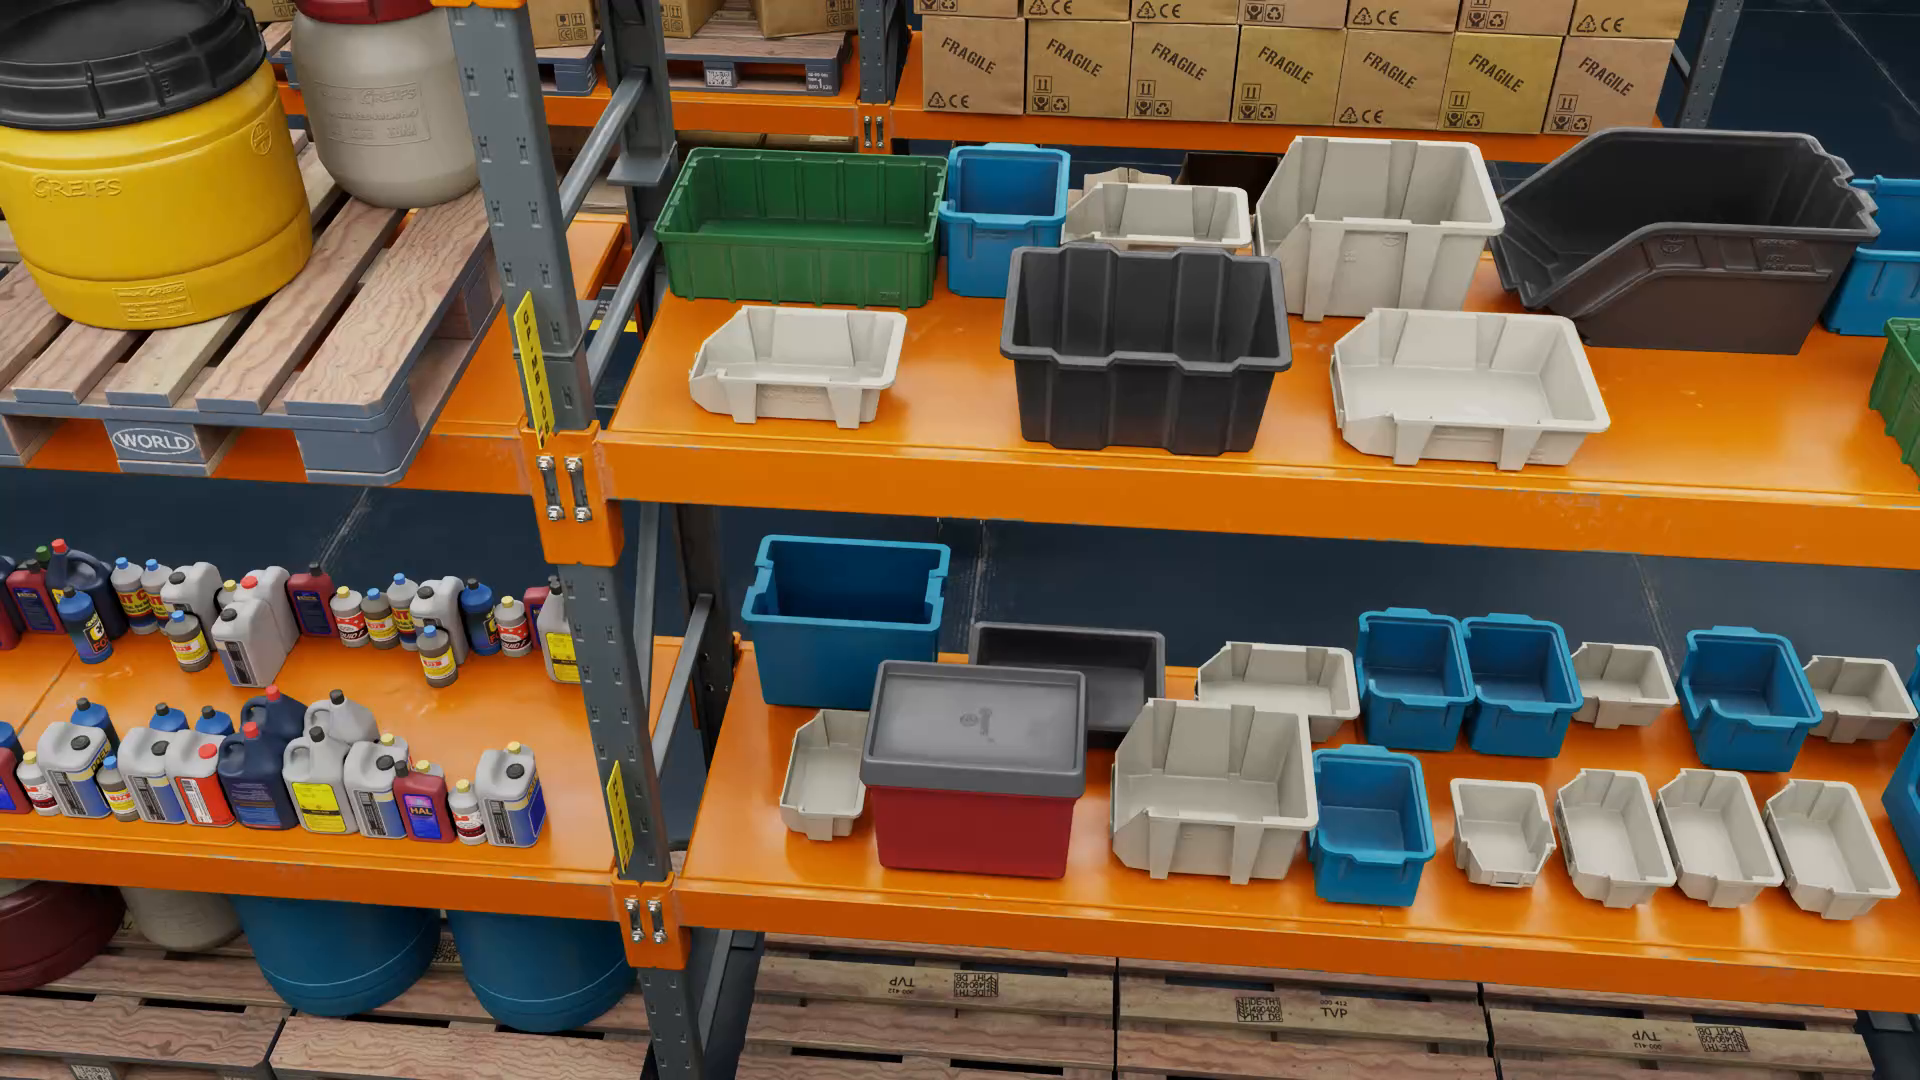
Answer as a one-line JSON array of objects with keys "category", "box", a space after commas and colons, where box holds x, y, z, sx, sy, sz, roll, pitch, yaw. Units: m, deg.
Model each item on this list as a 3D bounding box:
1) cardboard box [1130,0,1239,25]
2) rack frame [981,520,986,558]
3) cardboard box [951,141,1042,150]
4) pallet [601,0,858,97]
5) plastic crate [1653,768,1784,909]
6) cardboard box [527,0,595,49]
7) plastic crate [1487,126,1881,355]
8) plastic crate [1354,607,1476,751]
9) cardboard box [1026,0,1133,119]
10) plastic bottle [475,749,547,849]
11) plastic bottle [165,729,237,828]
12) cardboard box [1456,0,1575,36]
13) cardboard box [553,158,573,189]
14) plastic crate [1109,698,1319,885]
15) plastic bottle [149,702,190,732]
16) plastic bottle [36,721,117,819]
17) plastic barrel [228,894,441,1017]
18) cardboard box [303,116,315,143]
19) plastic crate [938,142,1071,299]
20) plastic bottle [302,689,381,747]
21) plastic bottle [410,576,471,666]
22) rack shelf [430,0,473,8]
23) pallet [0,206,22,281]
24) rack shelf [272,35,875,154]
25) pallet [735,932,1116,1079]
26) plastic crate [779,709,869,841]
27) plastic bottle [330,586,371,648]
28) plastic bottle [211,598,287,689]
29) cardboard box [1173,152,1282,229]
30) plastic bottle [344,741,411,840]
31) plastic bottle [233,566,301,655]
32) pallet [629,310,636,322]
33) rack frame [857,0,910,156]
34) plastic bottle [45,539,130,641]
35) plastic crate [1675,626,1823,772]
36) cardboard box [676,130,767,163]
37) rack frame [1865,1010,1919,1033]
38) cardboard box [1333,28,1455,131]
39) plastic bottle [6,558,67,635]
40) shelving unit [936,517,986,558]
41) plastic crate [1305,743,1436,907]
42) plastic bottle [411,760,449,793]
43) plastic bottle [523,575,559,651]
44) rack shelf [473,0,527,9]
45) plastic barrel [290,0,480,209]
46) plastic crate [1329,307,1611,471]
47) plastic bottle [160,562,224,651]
[{"category": "cardboard box", "box": [1.079, -2.807, 7.951, 0.500, 0.500, 0.500, 2, 39, 3]}, {"category": "rack frame", "box": [0.109, -0.343, 7.459, 0.006, 0.900, 0.240, 3, 39, 4]}, {"category": "cardboard box", "box": [0.200, -1.988, 9.448, 0.500, 0.500, 0.500, 3, 39, 4]}, {"category": "pallet", "box": [-1.179, -2.677, 8.815, 1.213, 0.211, 1.003, 3, 39, 4]}, {"category": "plastic crate", "box": [2.046, 0.817, 4.531, 0.243, 0.136, 0.396, 3, 39, 4]}, {"category": "cardboard box", "box": [-2.158, -2.898, 8.523, 0.500, 0.500, 0.700, -6, 40, -8]}, {"category": "plastic crate", "box": [1.664, -0.702, 3.909, 0.767, 0.338, 0.504, 3, 39, 4]}, {"category": "plastic crate", "box": [1.334, 0.427, 4.935, 0.300, 0.233, 0.416, 3, 39, 4]}, {"category": "cardboard box", "box": [0.603, -2.453, 8.308, 0.500, 0.500, 0.500, 4, 39, 5]}, {"category": "plastic bottle", "box": [-1.244, 0.706, 4.605, 0.135, 0.276, 0.152, 3, 39, 4]}, {"category": "plastic bottle", "box": [-2.110, 0.658, 4.663, 0.135, 0.276, 0.152, 3, 39, 4]}, {"category": "cardboard box", "box": [2.622, -2.726, 7.852, 0.500, 0.500, 0.500, 4, 39, 5]}, {"category": "cardboard box", "box": [-2.407, -1.773, 9.184, 0.500, 0.500, 0.500, 2, 39, 2]}, {"category": "plastic crate", "box": [0.682, 0.698, 4.563, 0.530, 0.282, 0.437, 3, 39, 4]}, {"category": "plastic bottle", "box": [-2.252, 0.573, 4.771, 0.097, 0.271, 0.097, 0, 39, 0]}, {"category": "plastic bottle", "box": [-2.475, 0.638, 4.688, 0.135, 0.276, 0.152, 3, 39, 4]}, {"category": "plastic barrel", "box": [-2.069, 1.048, 5.416, 0.708, 0.901, 0.600, 3, 39, 4]}, {"category": "cardboard box", "box": [-3.369, -2.445, 9.416, 0.500, 0.250, 0.500, 5, 39, 6]}, {"category": "plastic crate", "box": [0.111, -0.774, 4.081, 0.300, 0.233, 0.416, 3, 39, 4]}, {"category": "plastic bottle", "box": [-1.755, 0.560, 4.725, 0.185, 0.351, 0.144, 3, 39, 4]}, {"category": "plastic bottle", "box": [-1.616, 0.239, 5.178, 0.135, 0.276, 0.152, 3, 39, 4]}, {"category": "rack shelf", "box": [-2.816, -1.526, 3.383, 4.000, 0.370, 1.077, 3, 39, 4]}, {"category": "pallet", "box": [-2.743, -0.655, 3.953, 1.213, 0.211, 1.003, 3, 39, 4]}, {"category": "rack shelf", "box": [-2.385, -2.469, 8.977, 4.000, 0.370, 1.077, 3, 39, 4]}, {"category": "pallet", "box": [-0.087, 1.573, 5.650, 1.213, 0.211, 1.003, 3, 39, 4]}, {"category": "plastic crate", "box": [-0.372, 0.670, 4.712, 0.243, 0.136, 0.396, 3, 39, 4]}, {"category": "plastic bottle", "box": [-1.923, 0.234, 5.244, 0.097, 0.201, 0.097, 0, 39, 0]}, {"category": "plastic bottle", "box": [-2.187, 0.304, 5.098, 0.135, 0.276, 0.152, 3, 39, 4]}, {"category": "cardboard box", "box": [1.480, -1.743, 9.144, 0.637, 0.503, 0.797, 3, 39, 4]}, {"category": "plastic bottle", "box": [-1.608, 0.686, 4.630, 0.135, 0.276, 0.152, 3, 39, 4]}, {"category": "plastic bottle", "box": [-2.174, 0.209, 5.216, 0.135, 0.276, 0.152, 3, 39, 4]}, {"category": "pallet", "box": [-1.206, -1.578, 9.522, 1.213, 0.211, 1.003, 3, 39, 4]}, {"category": "rack frame", "box": [-0.392, -2.639, 8.616, 0.127, 3.000, 1.000, 3, 39, 4]}, {"category": "plastic bottle", "box": [-2.758, 0.145, 5.234, 0.185, 0.351, 0.144, 3, 39, 4]}, {"category": "plastic crate", "box": [2.288, 0.479, 4.870, 0.300, 0.233, 0.416, 3, 39, 4]}, {"category": "cardboard box", "box": [-1.385, -2.042, 9.514, 0.500, 0.500, 0.500, 4, 39, 4]}, {"category": "rack frame", "box": [3.162, 0.694, 4.522, 0.127, 3.000, 1.000, 3, 39, 4]}, {"category": "cardboard box", "box": [2.110, -2.370, 8.206, 0.500, 0.500, 0.500, 3, 39, 4]}, {"category": "plastic bottle", "box": [-2.918, 0.175, 5.252, 0.133, 0.283, 0.061, 3, 39, 4]}, {"category": "shelving unit", "box": [0.008, -0.349, 7.465, 0.210, 0.900, 0.258, 3, 39, 4]}, {"category": "plastic crate", "box": [1.094, 0.785, 4.495, 0.300, 0.233, 0.416, 3, 39, 4]}, {"category": "plastic bottle", "box": [-1.489, 0.700, 4.671, 0.097, 0.201, 0.097, 0, 39, 0]}, {"category": "plastic bottle", "box": [-1.285, 0.226, 5.189, 0.133, 0.283, 0.061, 3, 39, 4]}, {"category": "rack shelf", "box": [1.169, -1.308, 3.115, 4.000, 0.370, 1.077, 3, 39, 4]}, {"category": "plastic barrel", "box": [-1.326, -1.089, 3.896, 0.433, 0.535, 0.433, 0, 39, 0]}, {"category": "plastic crate", "box": [1.082, -0.324, 3.605, 0.530, 0.136, 0.437, 3, 39, 4]}, {"category": "plastic bottle", "box": [-2.405, 0.196, 5.231, 0.135, 0.276, 0.152, 3, 39, 4]}]
